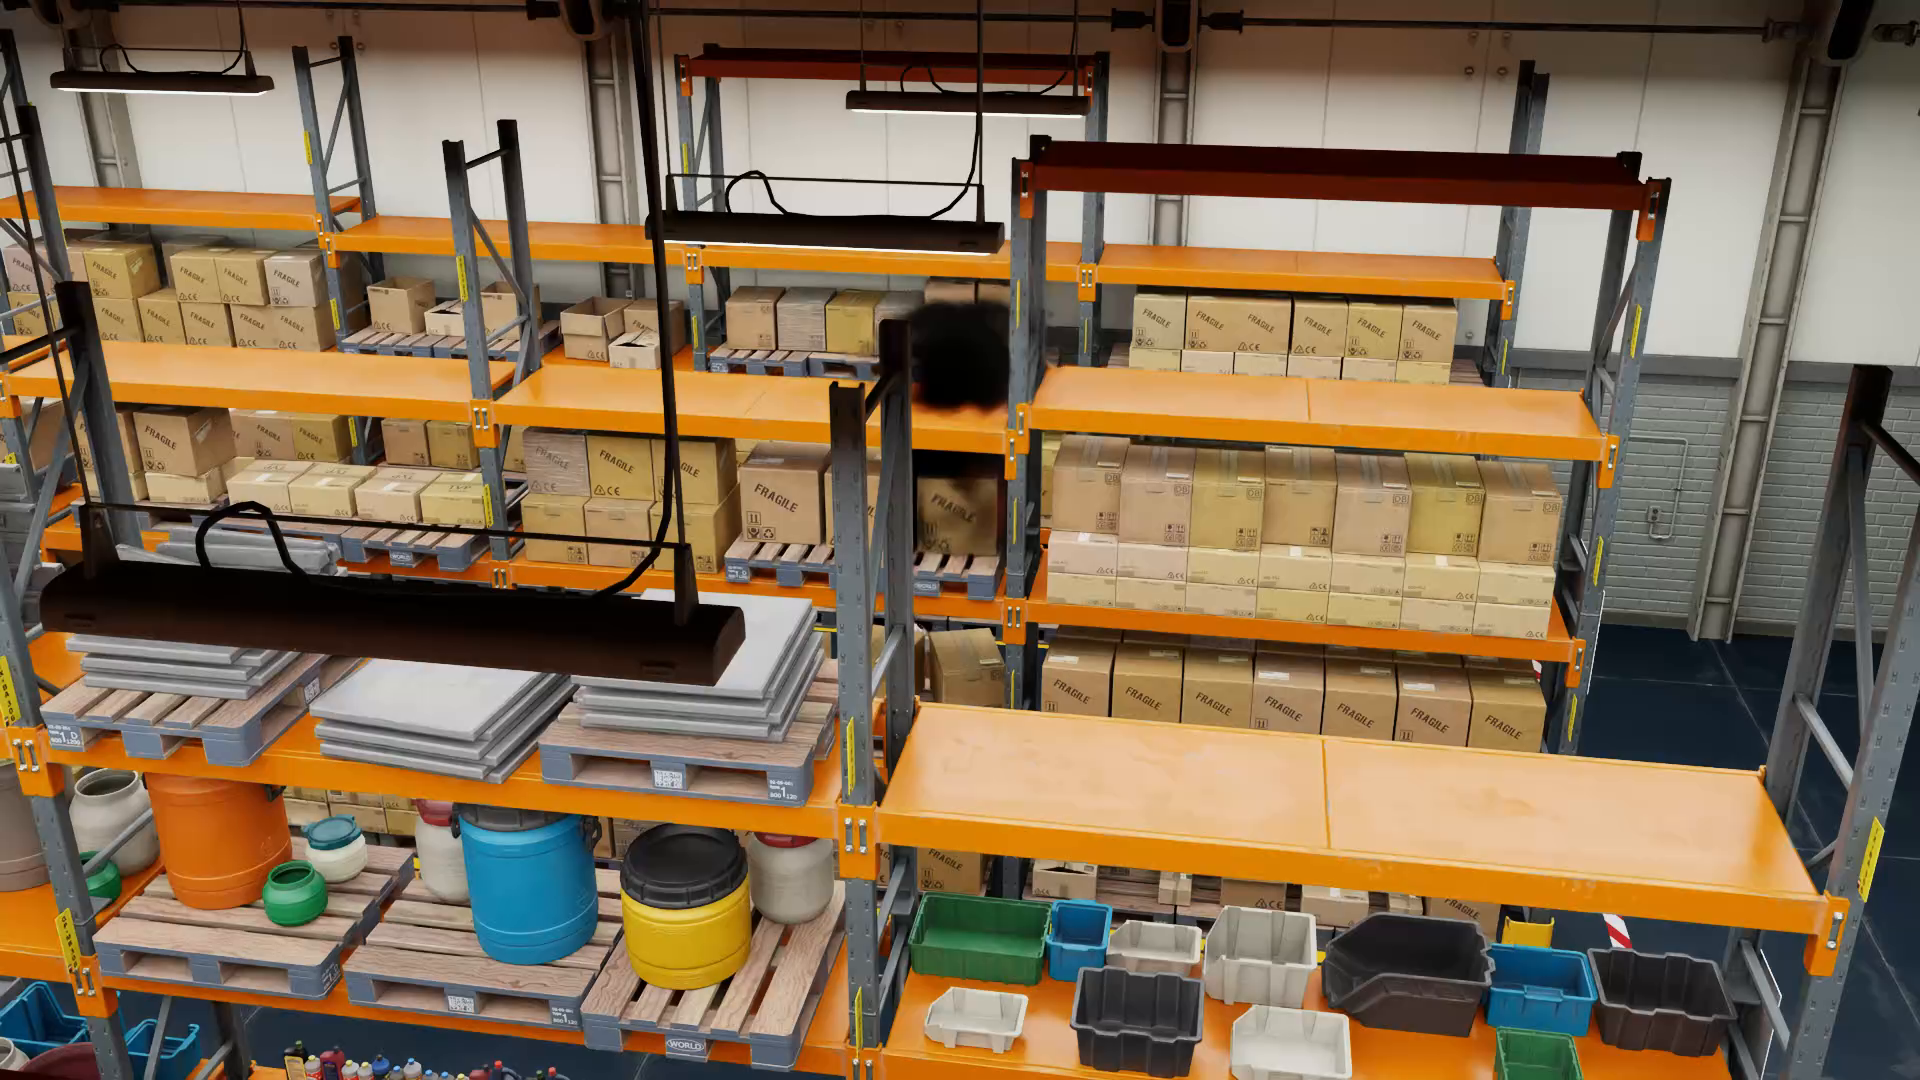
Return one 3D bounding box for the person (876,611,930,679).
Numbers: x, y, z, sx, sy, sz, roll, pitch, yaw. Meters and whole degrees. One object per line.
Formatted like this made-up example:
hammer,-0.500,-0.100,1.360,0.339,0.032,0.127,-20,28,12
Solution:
person,-0.479,1.301,15.218,0.505,1.682,0.653,20,30,39
